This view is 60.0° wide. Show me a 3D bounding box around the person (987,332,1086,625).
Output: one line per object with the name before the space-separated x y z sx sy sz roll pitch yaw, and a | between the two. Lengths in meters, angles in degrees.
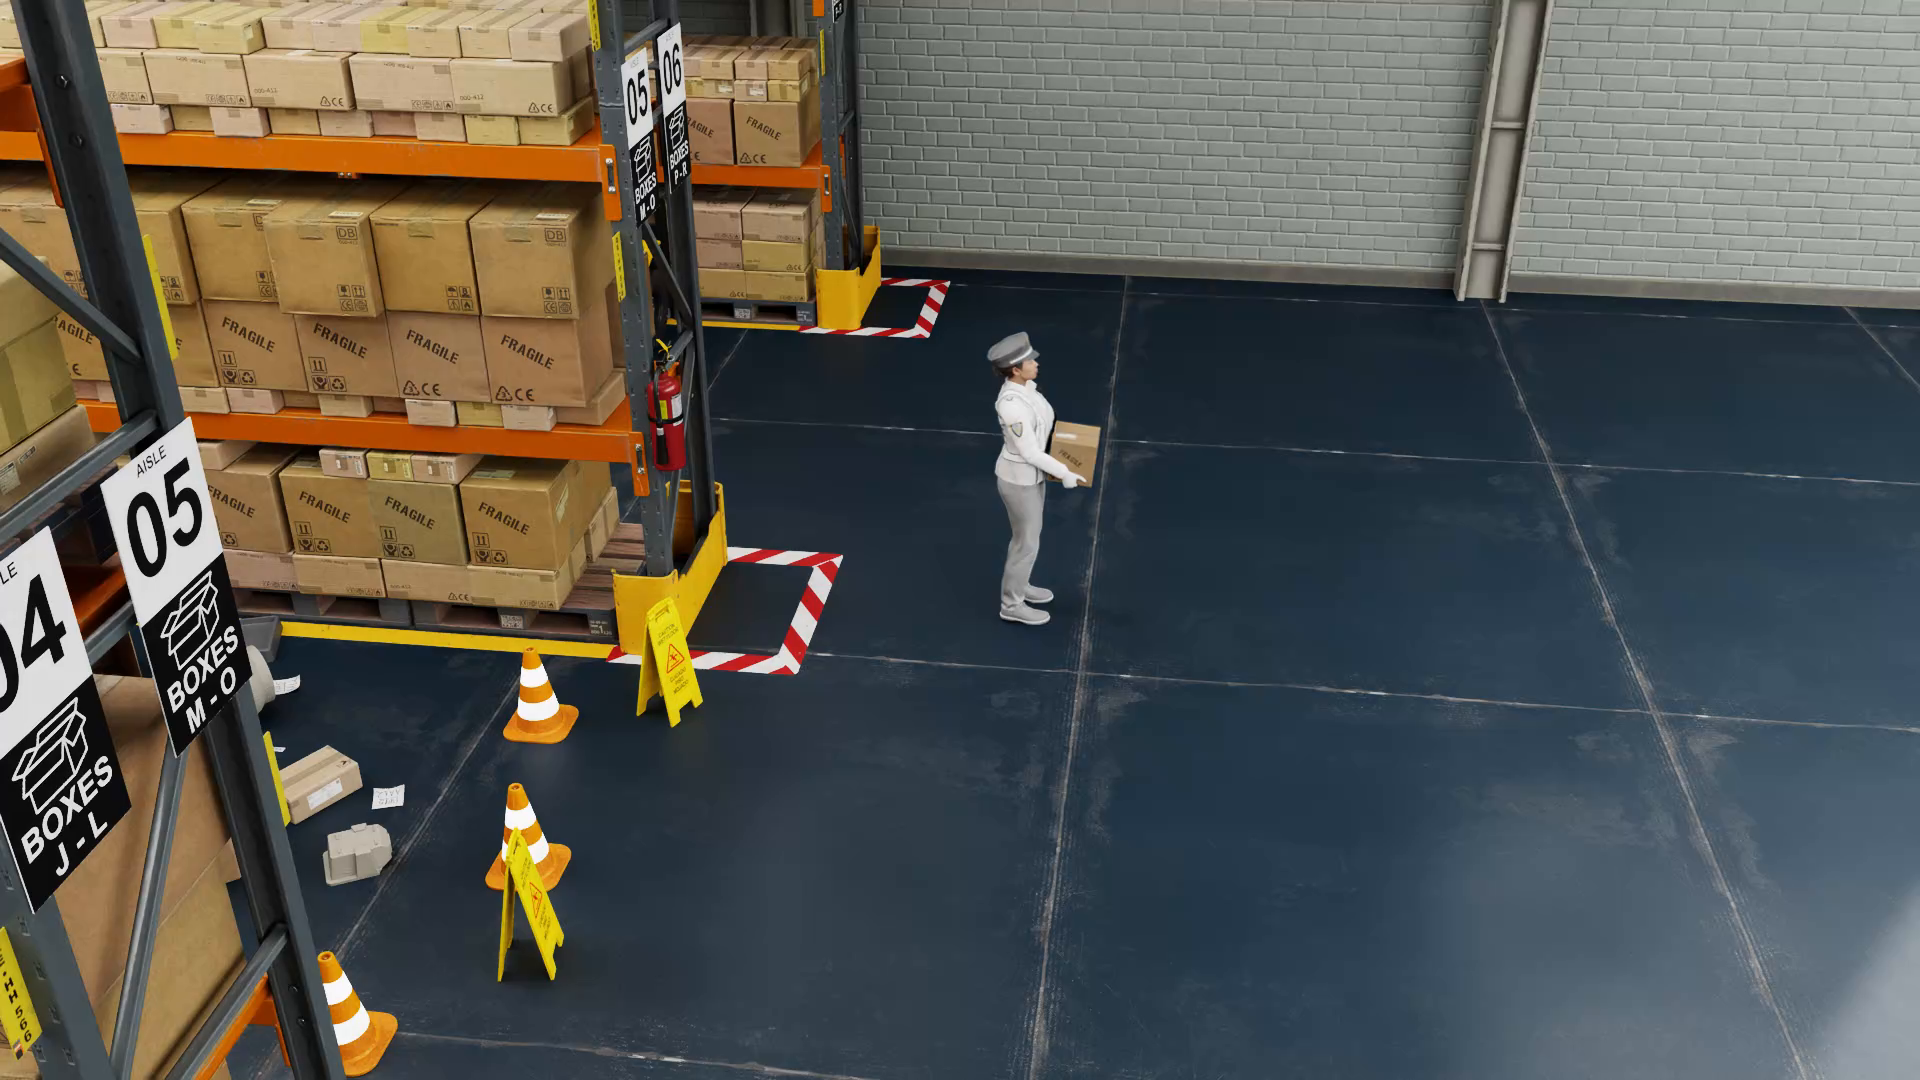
person | 0.424 -0.344 9.228 0.564 1.686 0.460 4 29 7
